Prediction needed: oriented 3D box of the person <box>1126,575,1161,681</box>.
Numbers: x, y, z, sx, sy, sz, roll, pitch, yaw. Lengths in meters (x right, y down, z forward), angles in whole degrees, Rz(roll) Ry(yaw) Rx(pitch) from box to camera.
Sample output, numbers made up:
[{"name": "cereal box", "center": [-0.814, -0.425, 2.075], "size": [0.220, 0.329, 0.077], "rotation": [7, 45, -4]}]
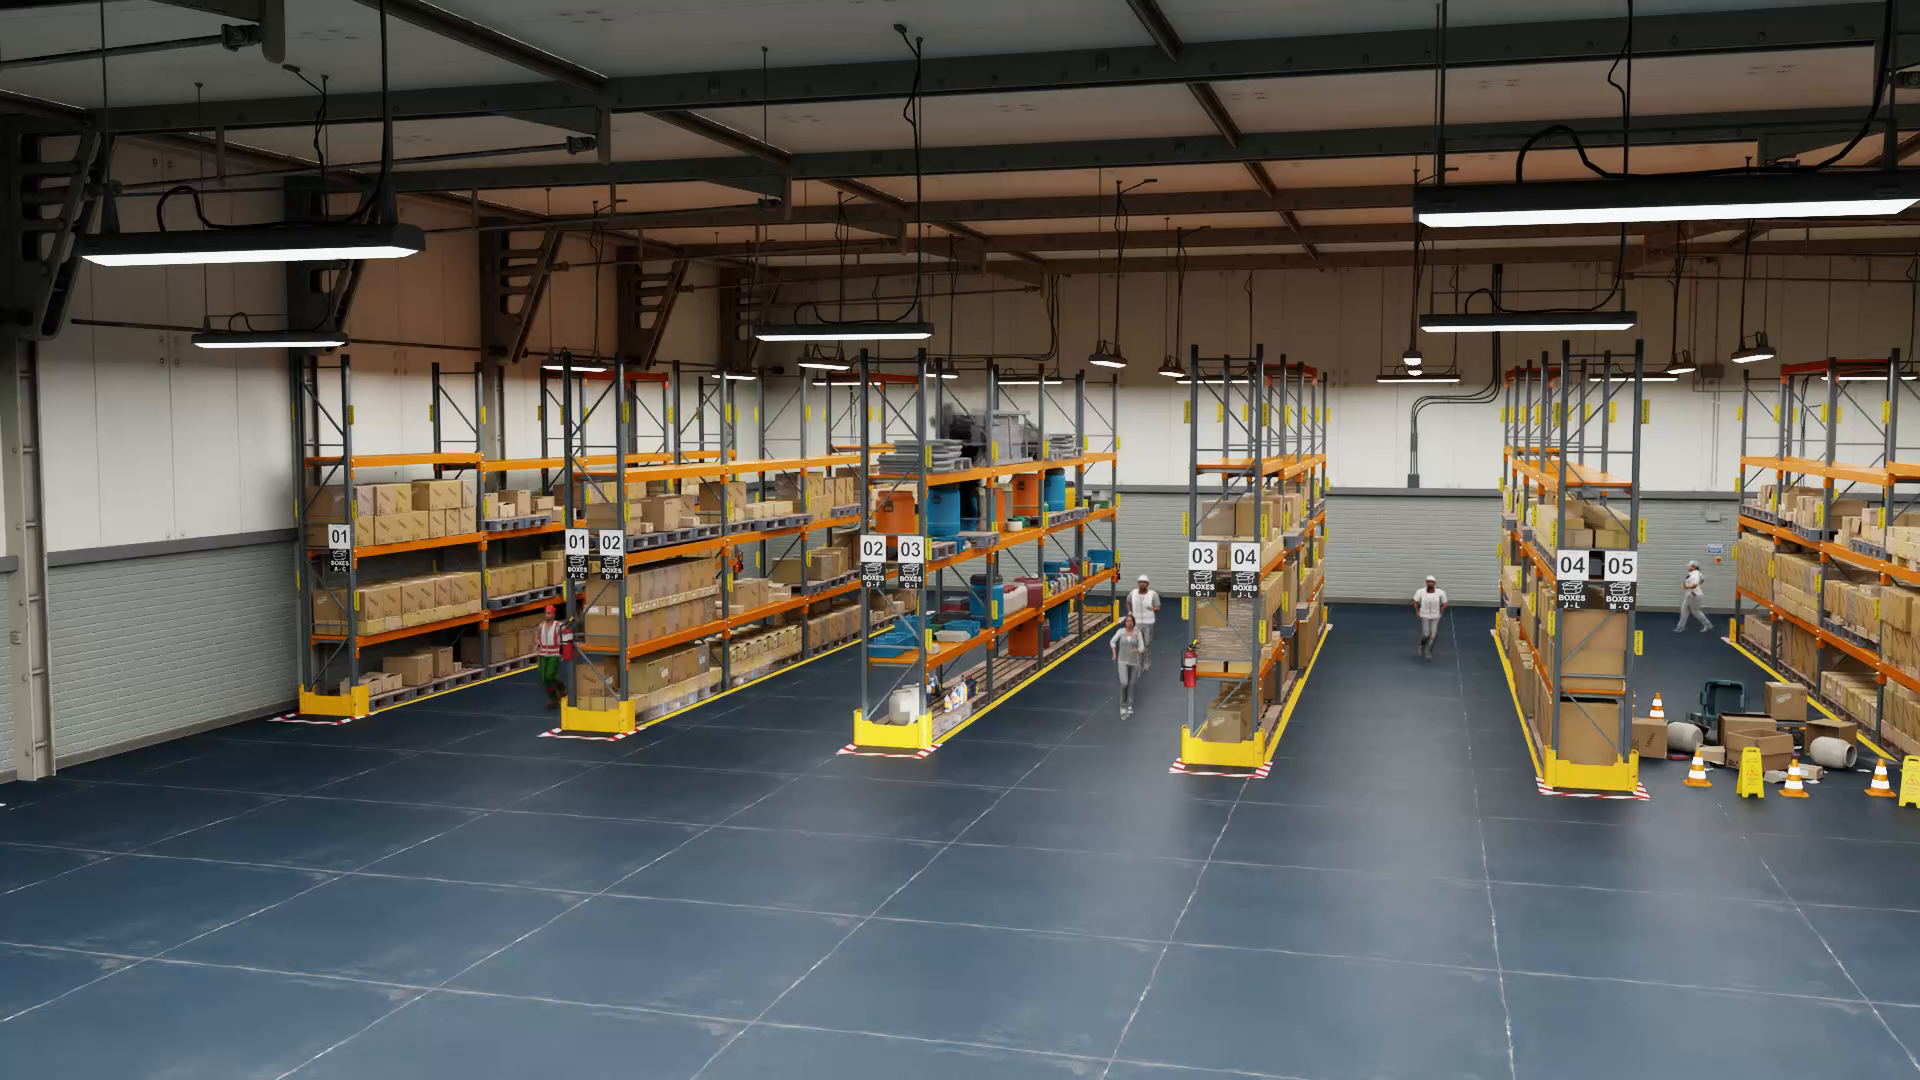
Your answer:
[{"name": "person", "center": [3.318, 1.587, 30.242], "size": [0.655, 1.899, 0.701], "rotation": [1, 4, 10]}]

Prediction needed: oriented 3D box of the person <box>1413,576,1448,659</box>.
[{"name": "person", "center": [9.626, 1.588, 34.001], "size": [0.681, 1.729, 0.594], "rotation": [1, 4, 11]}]

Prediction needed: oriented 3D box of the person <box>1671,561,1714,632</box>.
[{"name": "person", "center": [16.775, 1.312, 38.050], "size": [0.831, 1.683, 0.627], "rotation": [1, 4, 15]}]

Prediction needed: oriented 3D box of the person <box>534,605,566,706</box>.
[{"name": "person", "center": [-7.038, 1.993, 28.475], "size": [0.648, 1.744, 0.551], "rotation": [1, 4, 15]}]

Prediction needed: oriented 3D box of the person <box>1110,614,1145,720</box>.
[{"name": "person", "center": [2.623, 1.977, 25.960], "size": [0.505, 1.642, 0.654], "rotation": [0, 4, -2]}]
